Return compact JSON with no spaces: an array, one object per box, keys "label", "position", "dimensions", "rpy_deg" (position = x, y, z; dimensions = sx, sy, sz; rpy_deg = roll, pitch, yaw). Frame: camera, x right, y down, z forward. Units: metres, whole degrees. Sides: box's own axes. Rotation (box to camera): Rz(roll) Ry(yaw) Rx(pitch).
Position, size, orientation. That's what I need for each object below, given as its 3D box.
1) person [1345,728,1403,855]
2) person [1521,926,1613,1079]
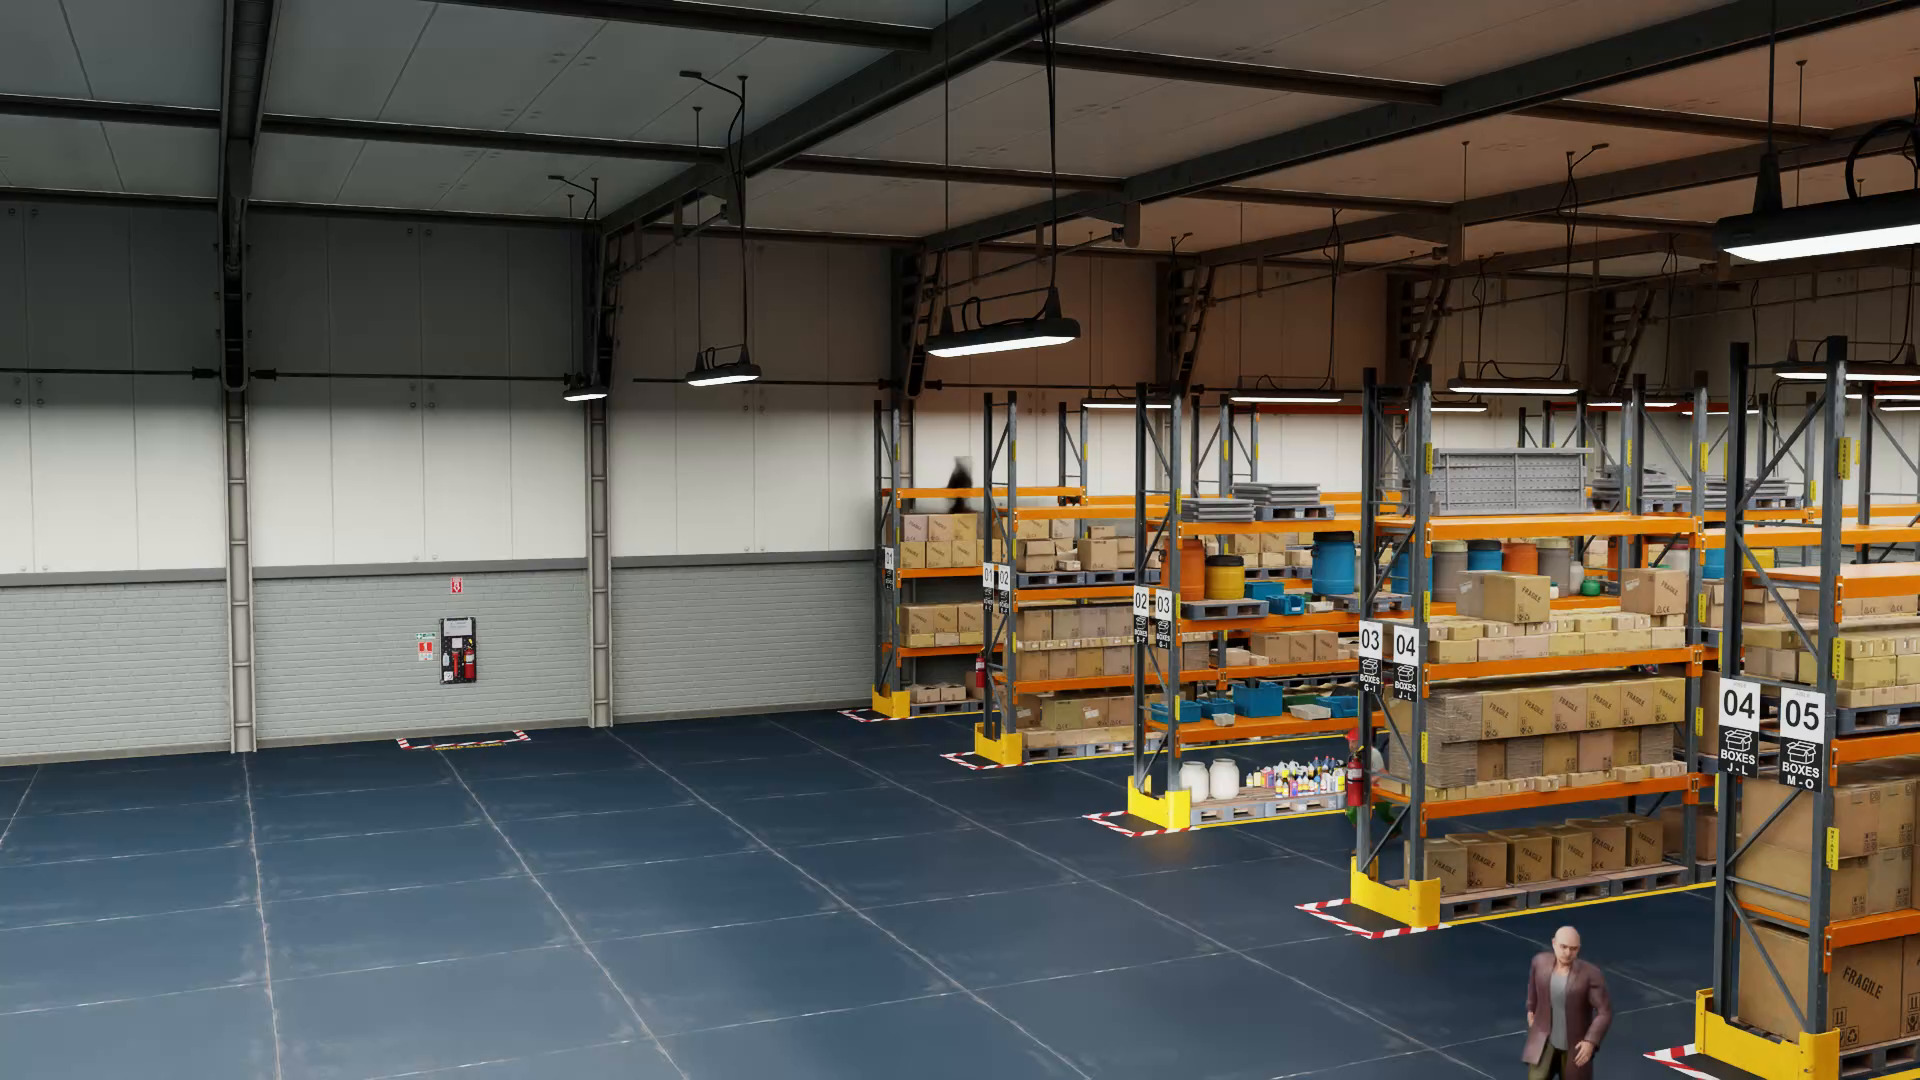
[{"label":"person","position":[5.268,3.134,21.038],"dimensions":[1.135,1.607,0.688],"rpy_deg":[-2,4,-34]},{"label":"person","position":[4.305,3.594,11.855],"dimensions":[0.675,1.725,0.863],"rpy_deg":[2,4,30]}]
